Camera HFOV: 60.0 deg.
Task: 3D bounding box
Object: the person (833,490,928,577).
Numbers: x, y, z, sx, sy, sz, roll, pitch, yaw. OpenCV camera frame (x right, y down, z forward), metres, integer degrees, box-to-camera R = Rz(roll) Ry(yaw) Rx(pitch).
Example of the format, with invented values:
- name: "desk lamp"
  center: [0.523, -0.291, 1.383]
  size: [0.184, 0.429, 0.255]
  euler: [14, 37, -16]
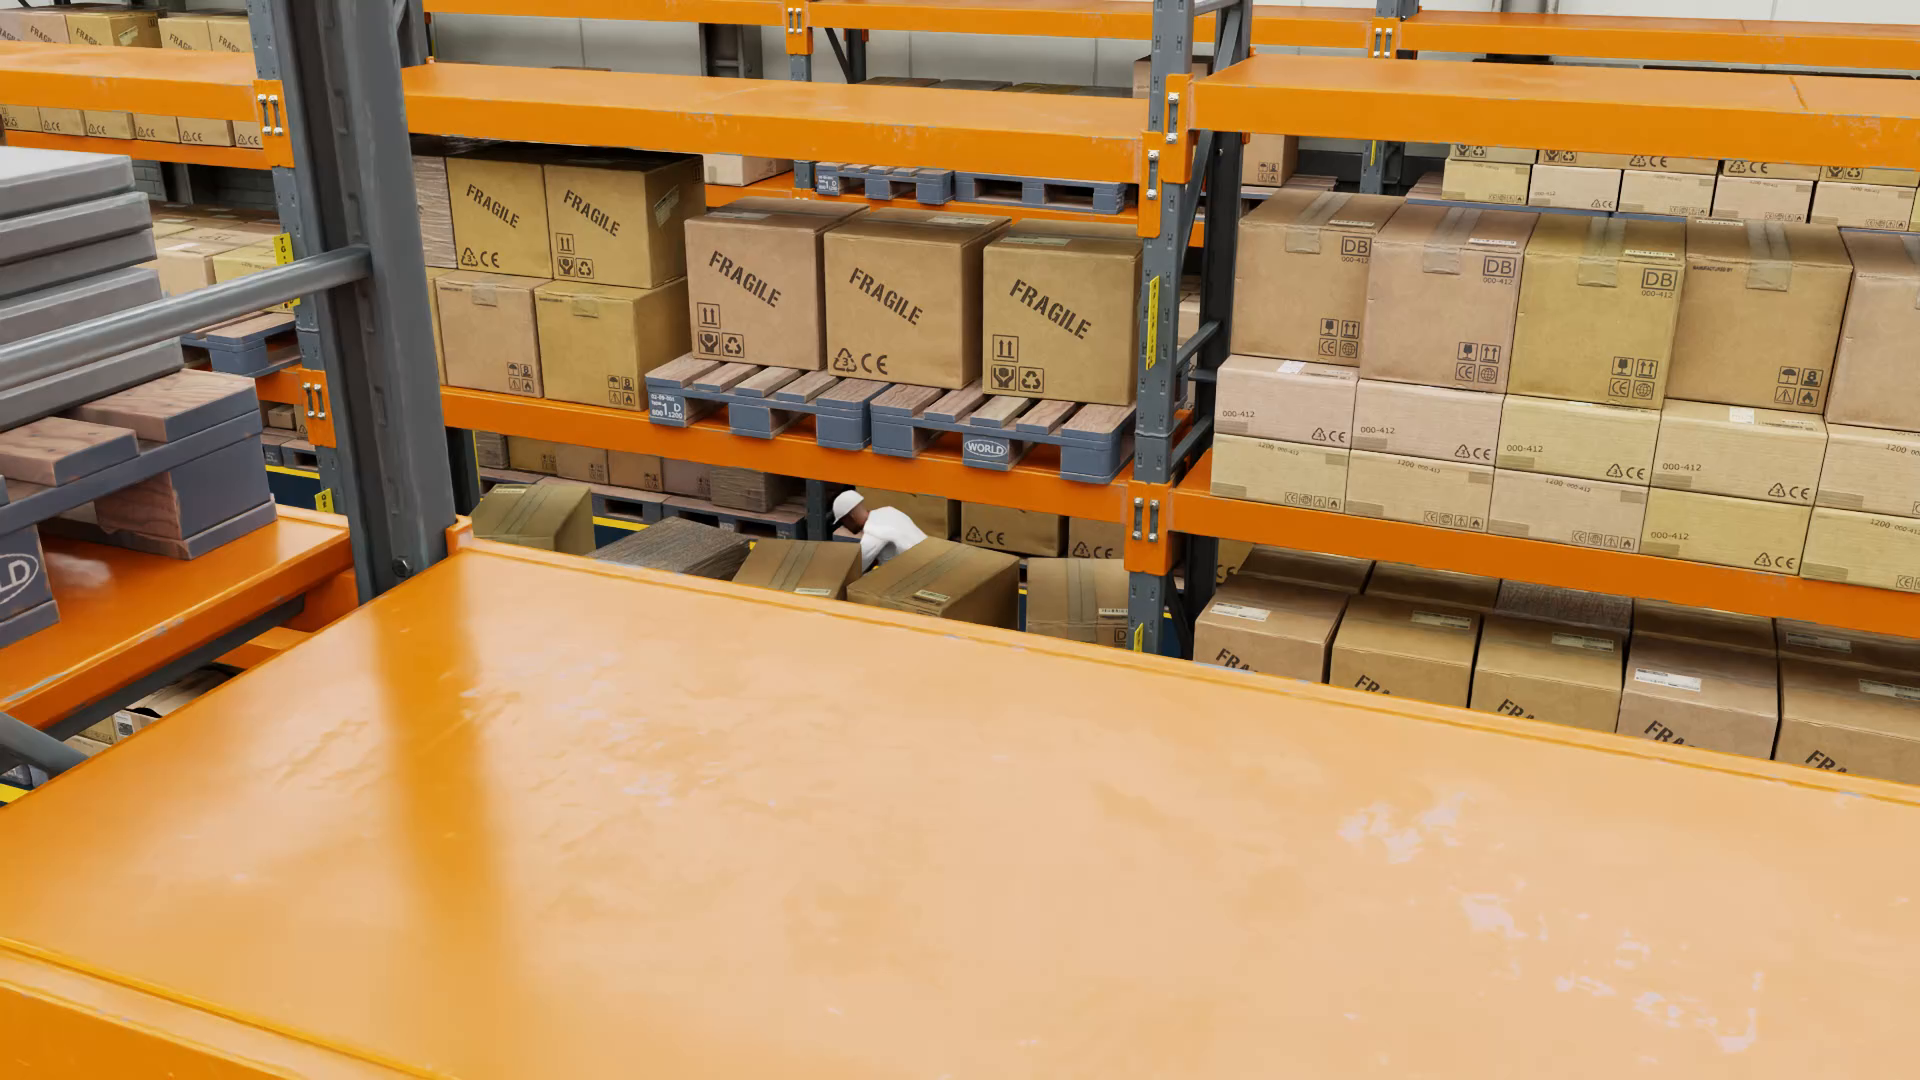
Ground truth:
- name: "person"
  center: [-0.510, 0.148, 11.565]
  size: [0.875, 0.998, 0.581]
  euler: [9, 24, 21]
